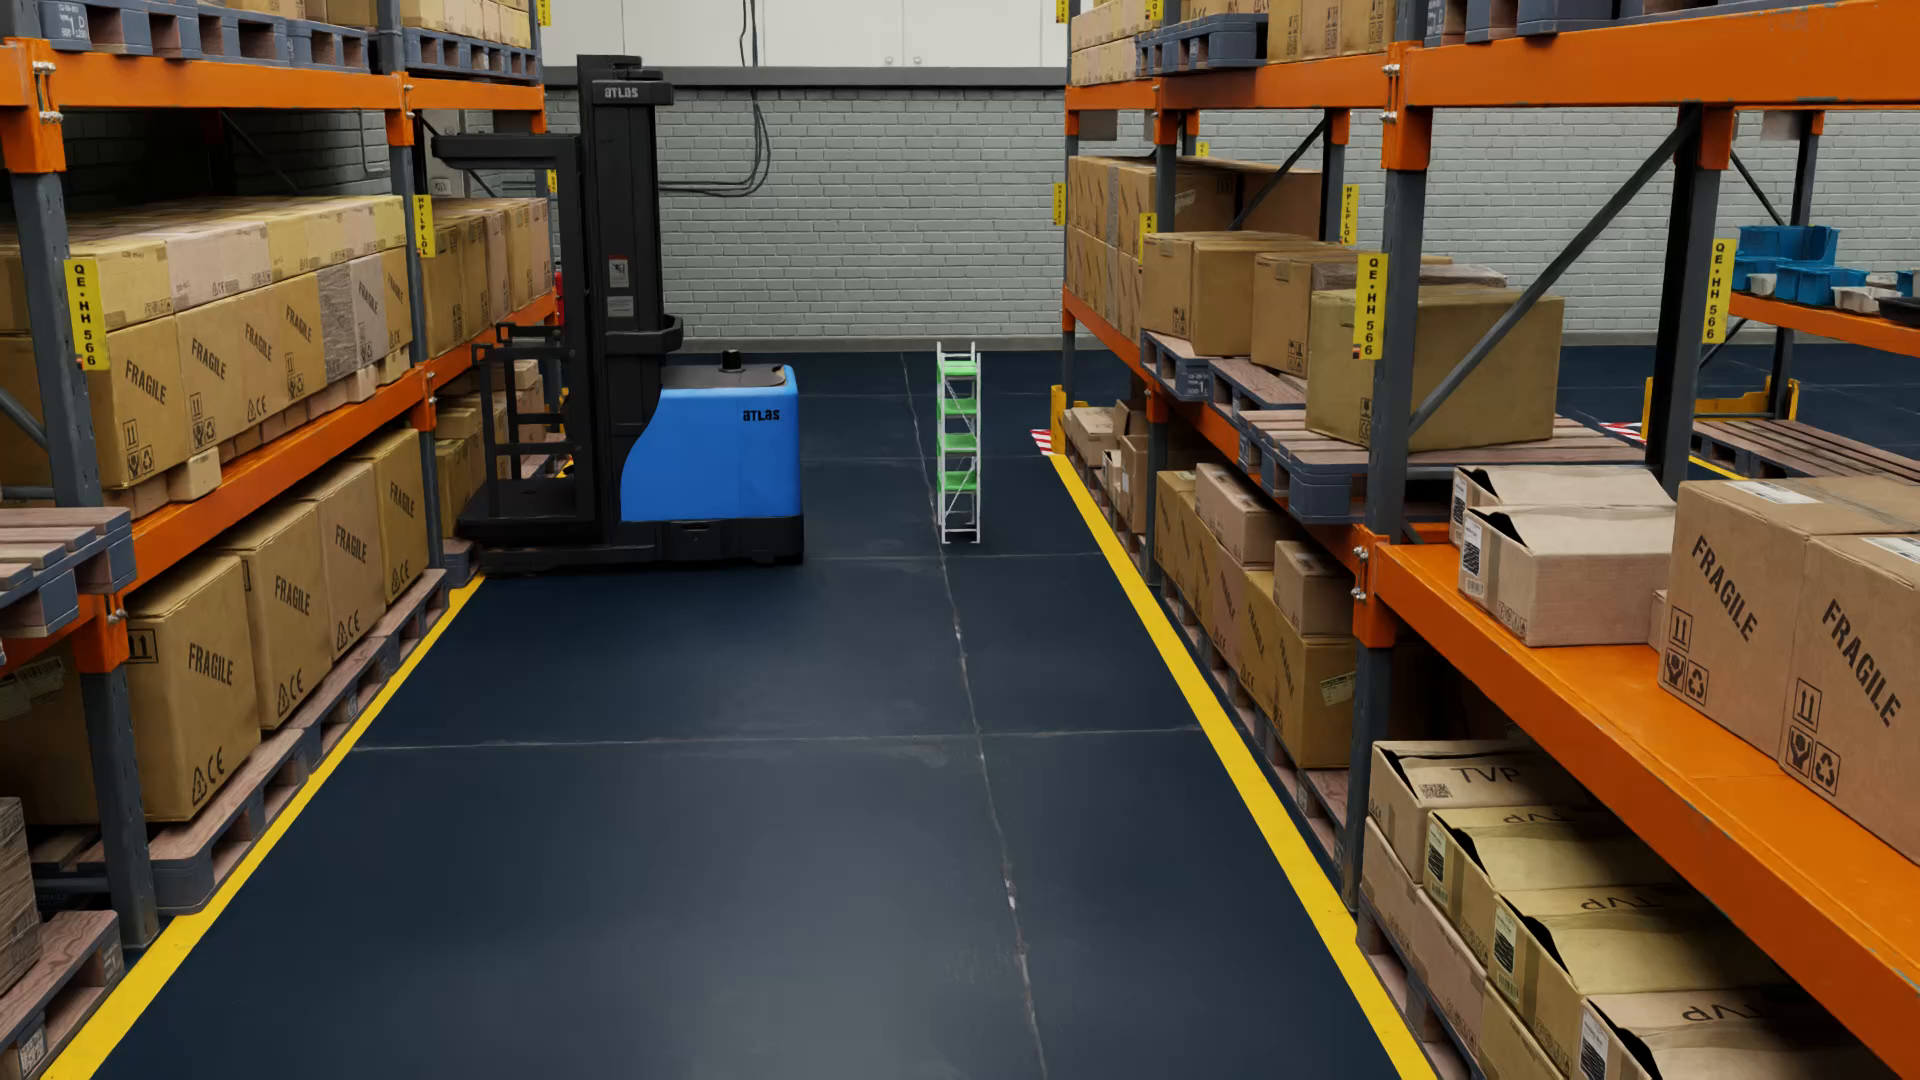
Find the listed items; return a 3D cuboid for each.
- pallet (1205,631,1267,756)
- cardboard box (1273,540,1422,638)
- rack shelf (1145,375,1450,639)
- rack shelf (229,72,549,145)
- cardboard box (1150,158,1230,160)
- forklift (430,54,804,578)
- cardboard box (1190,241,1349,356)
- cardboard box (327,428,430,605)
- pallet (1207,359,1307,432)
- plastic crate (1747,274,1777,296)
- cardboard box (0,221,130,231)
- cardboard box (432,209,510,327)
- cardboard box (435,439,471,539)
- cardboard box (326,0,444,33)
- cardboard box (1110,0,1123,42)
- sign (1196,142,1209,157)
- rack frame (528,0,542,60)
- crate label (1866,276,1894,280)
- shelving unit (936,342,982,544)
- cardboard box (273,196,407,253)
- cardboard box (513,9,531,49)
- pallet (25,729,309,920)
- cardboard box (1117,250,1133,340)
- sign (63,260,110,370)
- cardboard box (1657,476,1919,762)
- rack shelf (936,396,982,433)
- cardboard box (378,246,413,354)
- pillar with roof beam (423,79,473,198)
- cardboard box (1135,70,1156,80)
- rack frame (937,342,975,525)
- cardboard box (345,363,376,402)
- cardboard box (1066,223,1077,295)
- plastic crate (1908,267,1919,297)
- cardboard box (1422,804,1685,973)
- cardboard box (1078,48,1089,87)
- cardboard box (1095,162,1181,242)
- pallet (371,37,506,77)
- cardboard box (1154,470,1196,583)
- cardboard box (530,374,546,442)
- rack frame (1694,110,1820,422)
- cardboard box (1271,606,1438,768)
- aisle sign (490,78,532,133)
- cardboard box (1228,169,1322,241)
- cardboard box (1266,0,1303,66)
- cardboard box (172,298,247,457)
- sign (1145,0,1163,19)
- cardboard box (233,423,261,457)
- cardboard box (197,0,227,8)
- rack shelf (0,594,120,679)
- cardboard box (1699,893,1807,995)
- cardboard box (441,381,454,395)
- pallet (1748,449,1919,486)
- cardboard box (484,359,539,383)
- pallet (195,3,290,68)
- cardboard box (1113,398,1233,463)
[{"bbox_3d":[1.732,0.652,7.568,1.003,0.211,1.213,-1,14,-3],"label":"pallet"},{"bbox_3d":[1.513,0.182,6.428,0.500,0.250,0.500,0,14,-1],"label":"cardboard box"},{"bbox_3d":[1.689,-0.358,7.343,1.077,0.370,4.000,-1,14,-3],"label":"rack shelf"},{"bbox_3d":[-3.503,-2.728,10.535,1.077,0.370,4.000,-1,14,-3],"label":"rack shelf"},{"bbox_3d":[1.652,-2.500,12.014,0.500,0.500,0.500,0,14,-2],"label":"cardboard box"},{"bbox_3d":[-2.490,-1.339,9.850,3.031,2.935,1.130,-2,15,-7],"label":"forklift"},{"bbox_3d":[1.477,-1.165,7.990,0.700,0.500,0.500,1,14,5],"label":"cardboard box"},{"bbox_3d":[-3.209,-0.129,8.481,0.750,0.750,0.750,-1,14,-3],"label":"cardboard box"},{"bbox_3d":[1.688,-0.600,7.224,1.003,0.211,1.213,-1,14,-3],"label":"pallet"},{"bbox_3d":[5.928,-1.860,12.143,0.250,0.136,0.298,-1,14,-3],"label":"plastic crate"},{"bbox_3d":[-3.475,-1.063,6.294,0.500,0.250,0.500,-1,14,-5],"label":"cardboard box"},{"bbox_3d":[-3.491,-1.770,10.782,0.980,0.700,0.700,-2,15,-6],"label":"cardboard box"},{"bbox_3d":[-3.323,-0.307,9.874,0.700,0.500,0.500,-1,14,-3],"label":"cardboard box"},{"bbox_3d":[-3.158,-2.935,9.150,0.500,0.250,0.500,-1,14,-4],"label":"cardboard box"},{"bbox_3d":[1.208,-3.192,10.190,0.500,0.250,0.500,-1,14,-3],"label":"cardboard box"},{"bbox_3d":[1.873,-2.916,12.883,0.100,0.325,0.005,-1,14,-3],"label":"sign"},{"bbox_3d":[-3.626,-5.027,12.005,1.000,3.000,0.127,-1,14,-3],"label":"rack frame"},{"bbox_3d":[6.538,-1.835,12.046,0.396,0.136,0.243,-1,14,-3],"label":"crate label"},{"bbox_3d":[-0.010,-0.622,10.537,0.258,1.200,0.503,-1,14,-3],"label":"shelving unit"},{"bbox_3d":[-3.094,-1.580,8.304,0.500,0.250,0.500,-1,14,-2],"label":"cardboard box"},{"bbox_3d":[-3.316,-3.575,11.640,0.500,0.250,0.500,0,14,-2],"label":"cardboard box"},{"bbox_3d":[-3.104,1.021,6.134,1.003,0.211,1.213,-1,14,-3],"label":"pallet"},{"bbox_3d":[1.245,-1.501,10.140,0.500,0.500,0.500,0,14,-2],"label":"cardboard box"},{"bbox_3d":[-2.590,-0.665,4.927,0.100,0.325,0.005,-1,14,-3],"label":"sign"},{"bbox_3d":[1.933,0.159,3.687,0.500,0.500,0.500,-2,15,-6],"label":"cardboard box"},{"bbox_3d":[-0.010,-0.793,10.493,0.258,0.148,0.480,-1,14,-3],"label":"rack shelf"},{"bbox_3d":[-3.098,-1.218,8.403,0.500,0.500,0.500,-1,14,-4],"label":"cardboard box"},{"bbox_3d":[-0.360,-5.752,14.821,9.100,9.000,0.400,-1,14,-3],"label":"pillar with roof beam"},{"bbox_3d":[1.270,-2.701,9.286,0.500,0.250,0.500,-1,14,-3],"label":"cardboard box"},{"bbox_3d":[-0.025,-0.683,10.773,0.240,1.200,0.015,-1,14,-3],"label":"rack frame"},{"bbox_3d":[-2.990,-0.743,7.857,0.380,0.149,0.250,-1,14,-3],"label":"cardboard box"},{"bbox_3d":[1.082,-2.133,12.596,0.500,0.500,0.500,-1,14,-2],"label":"cardboard box"},{"bbox_3d":[6.599,-1.634,10.975,0.437,0.282,0.530,-1,14,-3],"label":"plastic crate"},{"bbox_3d":[1.593,0.913,4.510,0.500,0.311,0.500,-1,14,-5],"label":"cardboard box"},{"bbox_3d":[1.114,-3.323,11.702,0.500,0.250,0.500,-1,14,-3],"label":"cardboard box"},{"bbox_3d":[1.180,-2.236,10.992,0.500,0.500,0.500,-1,14,-4],"label":"cardboard box"},{"bbox_3d":[-3.491,-3.043,10.491,1.003,0.211,1.213,-1,14,-3],"label":"pallet"},{"bbox_3d":[1.352,-0.083,8.961,0.500,0.500,0.500,-2,15,-6],"label":"cardboard box"},{"bbox_3d":[-3.483,-0.942,12.341,0.700,0.500,0.500,-1,14,-3],"label":"cardboard box"},{"bbox_3d":[6.262,-2.275,13.347,1.000,3.000,0.127,-1,14,-3],"label":"rack frame"},{"bbox_3d":[1.521,0.559,6.467,0.500,0.500,0.500,0,14,-1],"label":"cardboard box"},{"bbox_3d":[-3.332,-3.403,12.516,0.394,0.787,0.004,-1,14,-3],"label":"aisle sign"},{"bbox_3d":[1.817,-1.858,9.522,0.500,0.500,0.500,-1,14,-2],"label":"cardboard box"},{"bbox_3d":[1.689,-2.075,6.349,0.910,0.500,0.500,-1,14,-3],"label":"cardboard box"},{"bbox_3d":[-2.929,-0.589,5.959,0.500,0.500,0.500,0,14,-2],"label":"cardboard box"},{"bbox_3d":[1.024,-2.897,8.709,0.100,0.325,0.005,-1,14,-3],"label":"sign"},{"bbox_3d":[-3.028,-0.425,6.622,0.380,0.149,0.250,-1,14,-3],"label":"cardboard box"},{"bbox_3d":[-3.368,-2.357,6.565,0.700,0.500,0.500,-1,14,-3],"label":"cardboard box"},{"bbox_3d":[-3.007,0.714,3.176,1.077,0.370,4.000,-1,14,-3],"label":"rack shelf"},{"bbox_3d":[2.159,1.028,4.059,0.500,0.311,0.500,-1,14,-4],"label":"cardboard box"},{"bbox_3d":[-3.610,-0.969,11.143,0.380,0.149,0.250,-1,14,-3],"label":"cardboard box"},{"bbox_3d":[6.346,-0.416,11.718,1.003,0.211,1.213,-1,14,-3],"label":"pallet"},{"bbox_3d":[-3.293,-1.227,12.147,0.380,0.149,0.250,-1,14,-4],"label":"cardboard box"},{"bbox_3d":[-3.296,-1.931,6.369,1.003,0.211,1.213,0,14,-1],"label":"pallet"},{"bbox_3d":[1.444,-0.675,11.259,0.797,0.503,0.637,-1,14,-3],"label":"cardboard box"}]
